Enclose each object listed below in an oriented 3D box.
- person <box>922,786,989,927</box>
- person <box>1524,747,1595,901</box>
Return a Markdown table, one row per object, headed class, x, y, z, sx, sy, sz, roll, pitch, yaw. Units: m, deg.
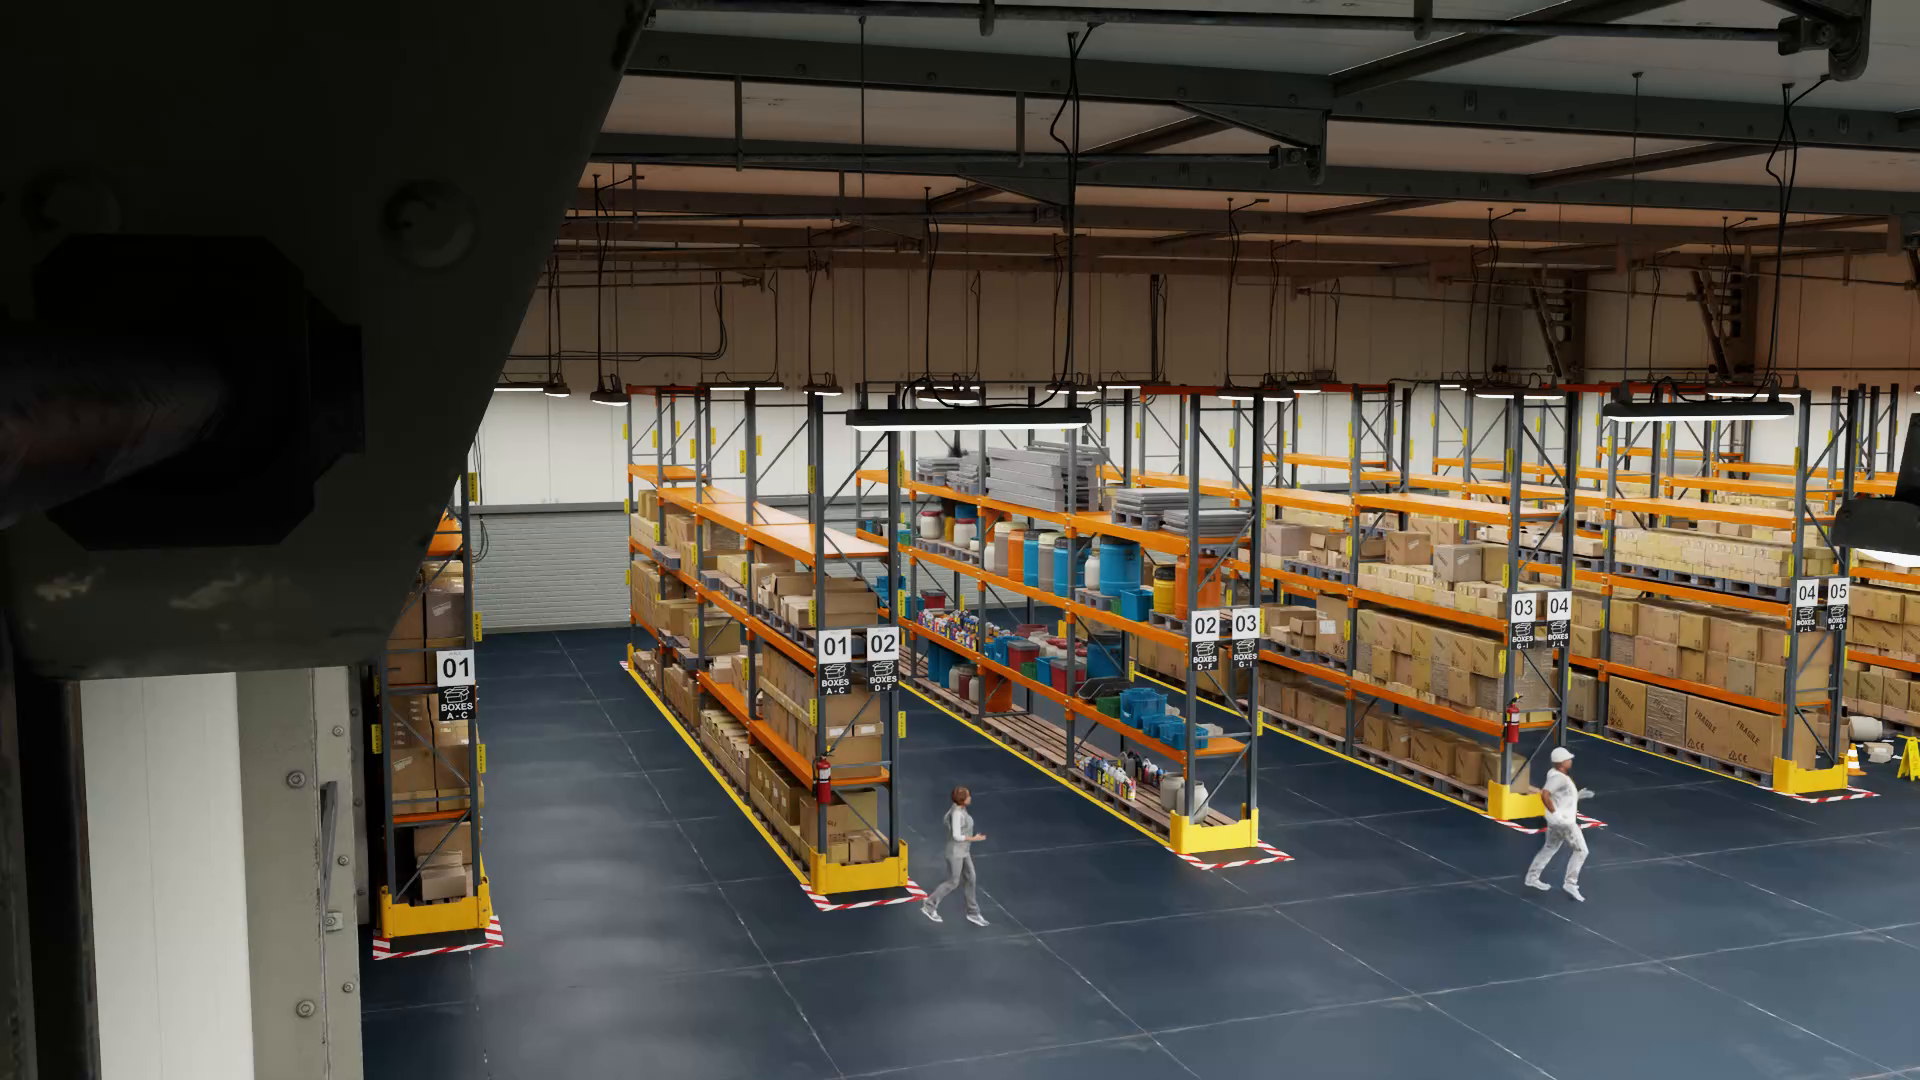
| class | x | y | z | sx | sy | sz | roll | pitch | yaw |
| --- | --- | --- | --- | --- | --- | --- | --- | --- | --- |
| person | -0.051 | 3.586 | 18.869 | 0.762 | 1.630 | 0.557 | 1 | 6 | 9 |
| person | 7.191 | 3.393 | 19.891 | 0.770 | 1.841 | 0.657 | 1 | 6 | 5 |
